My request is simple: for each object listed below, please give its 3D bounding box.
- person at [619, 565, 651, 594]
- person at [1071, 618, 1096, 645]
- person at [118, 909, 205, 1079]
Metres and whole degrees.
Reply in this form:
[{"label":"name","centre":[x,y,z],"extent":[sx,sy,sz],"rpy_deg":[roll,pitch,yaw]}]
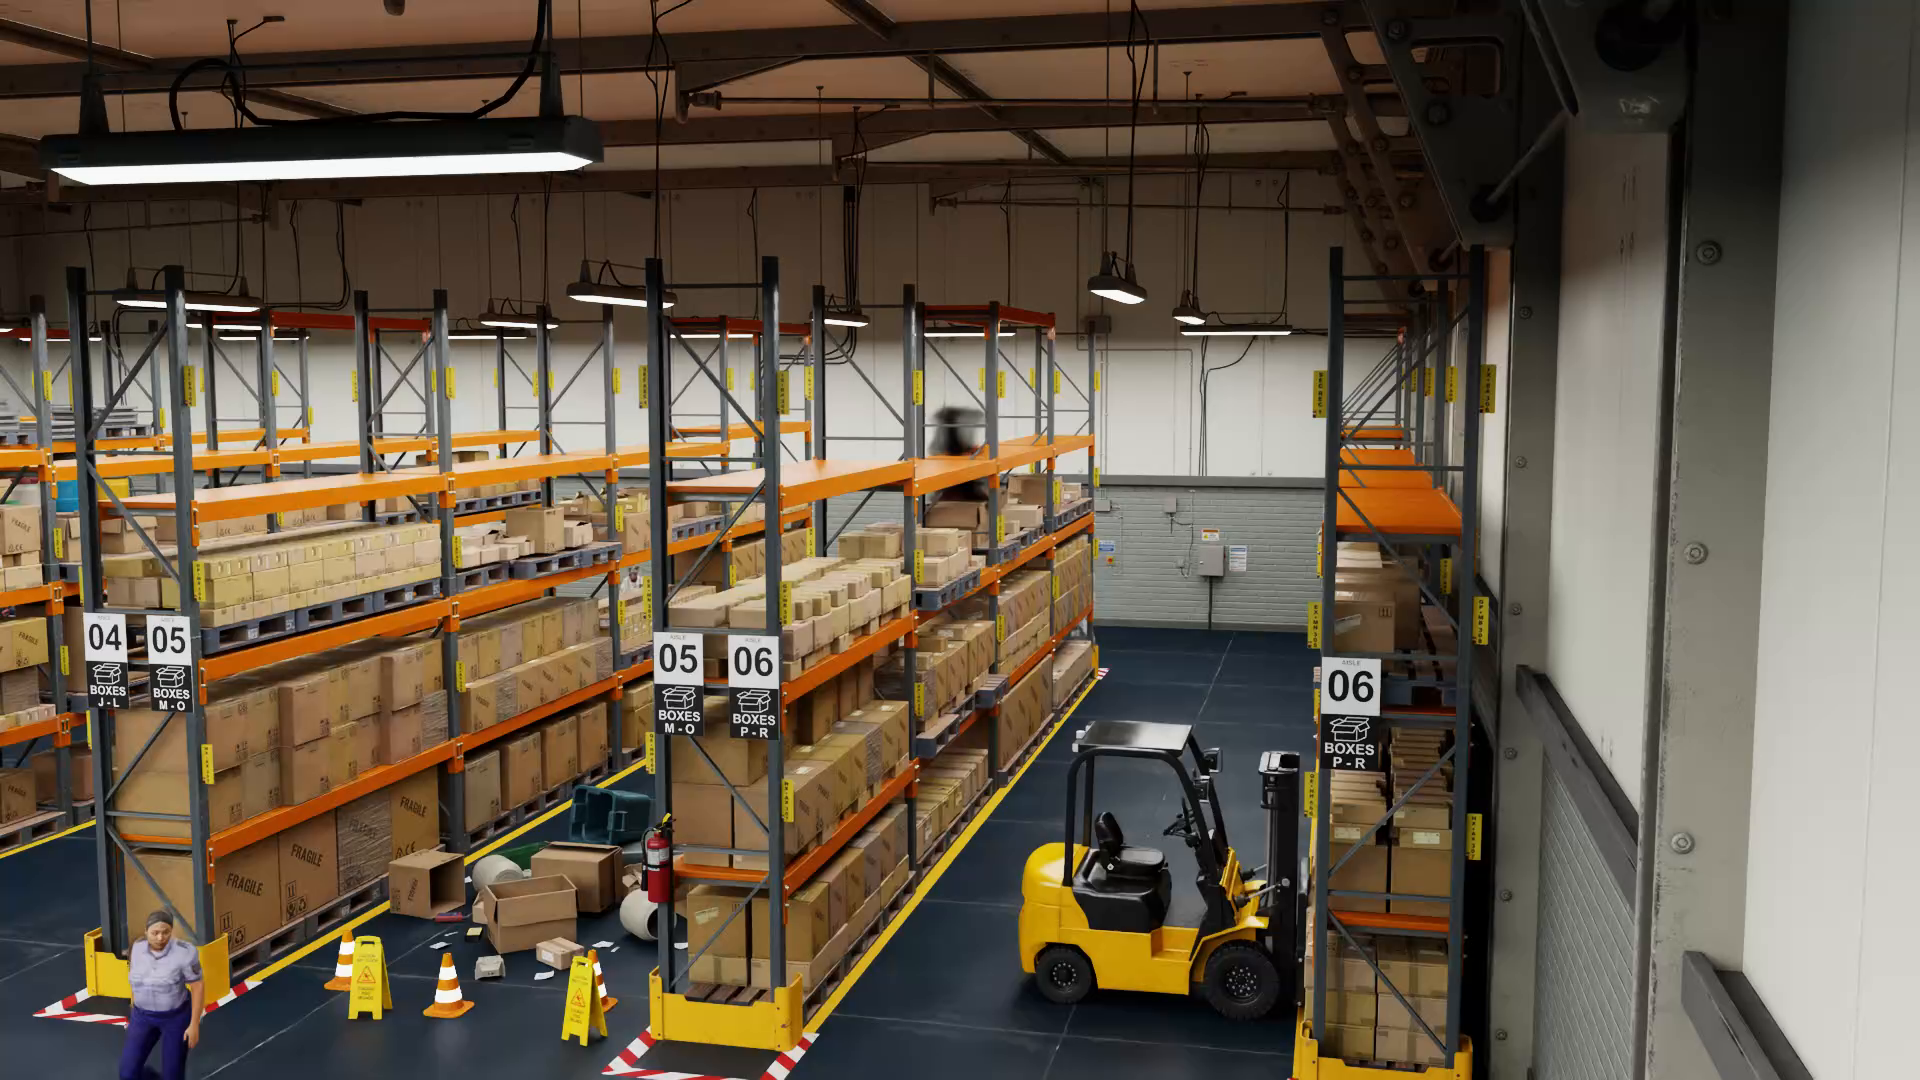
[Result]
[{"label":"person","centre":[-5.863,1.276,30.384],"extent":[0.657,1.699,0.872],"rpy_deg":[1,6,7]},{"label":"person","centre":[2.193,1.133,31.168],"extent":[0.711,1.806,0.643],"rpy_deg":[0,6,0]},{"label":"person","centre":[-5.409,3.239,11.282],"extent":[0.651,1.609,0.533],"rpy_deg":[0,6,-1]}]
